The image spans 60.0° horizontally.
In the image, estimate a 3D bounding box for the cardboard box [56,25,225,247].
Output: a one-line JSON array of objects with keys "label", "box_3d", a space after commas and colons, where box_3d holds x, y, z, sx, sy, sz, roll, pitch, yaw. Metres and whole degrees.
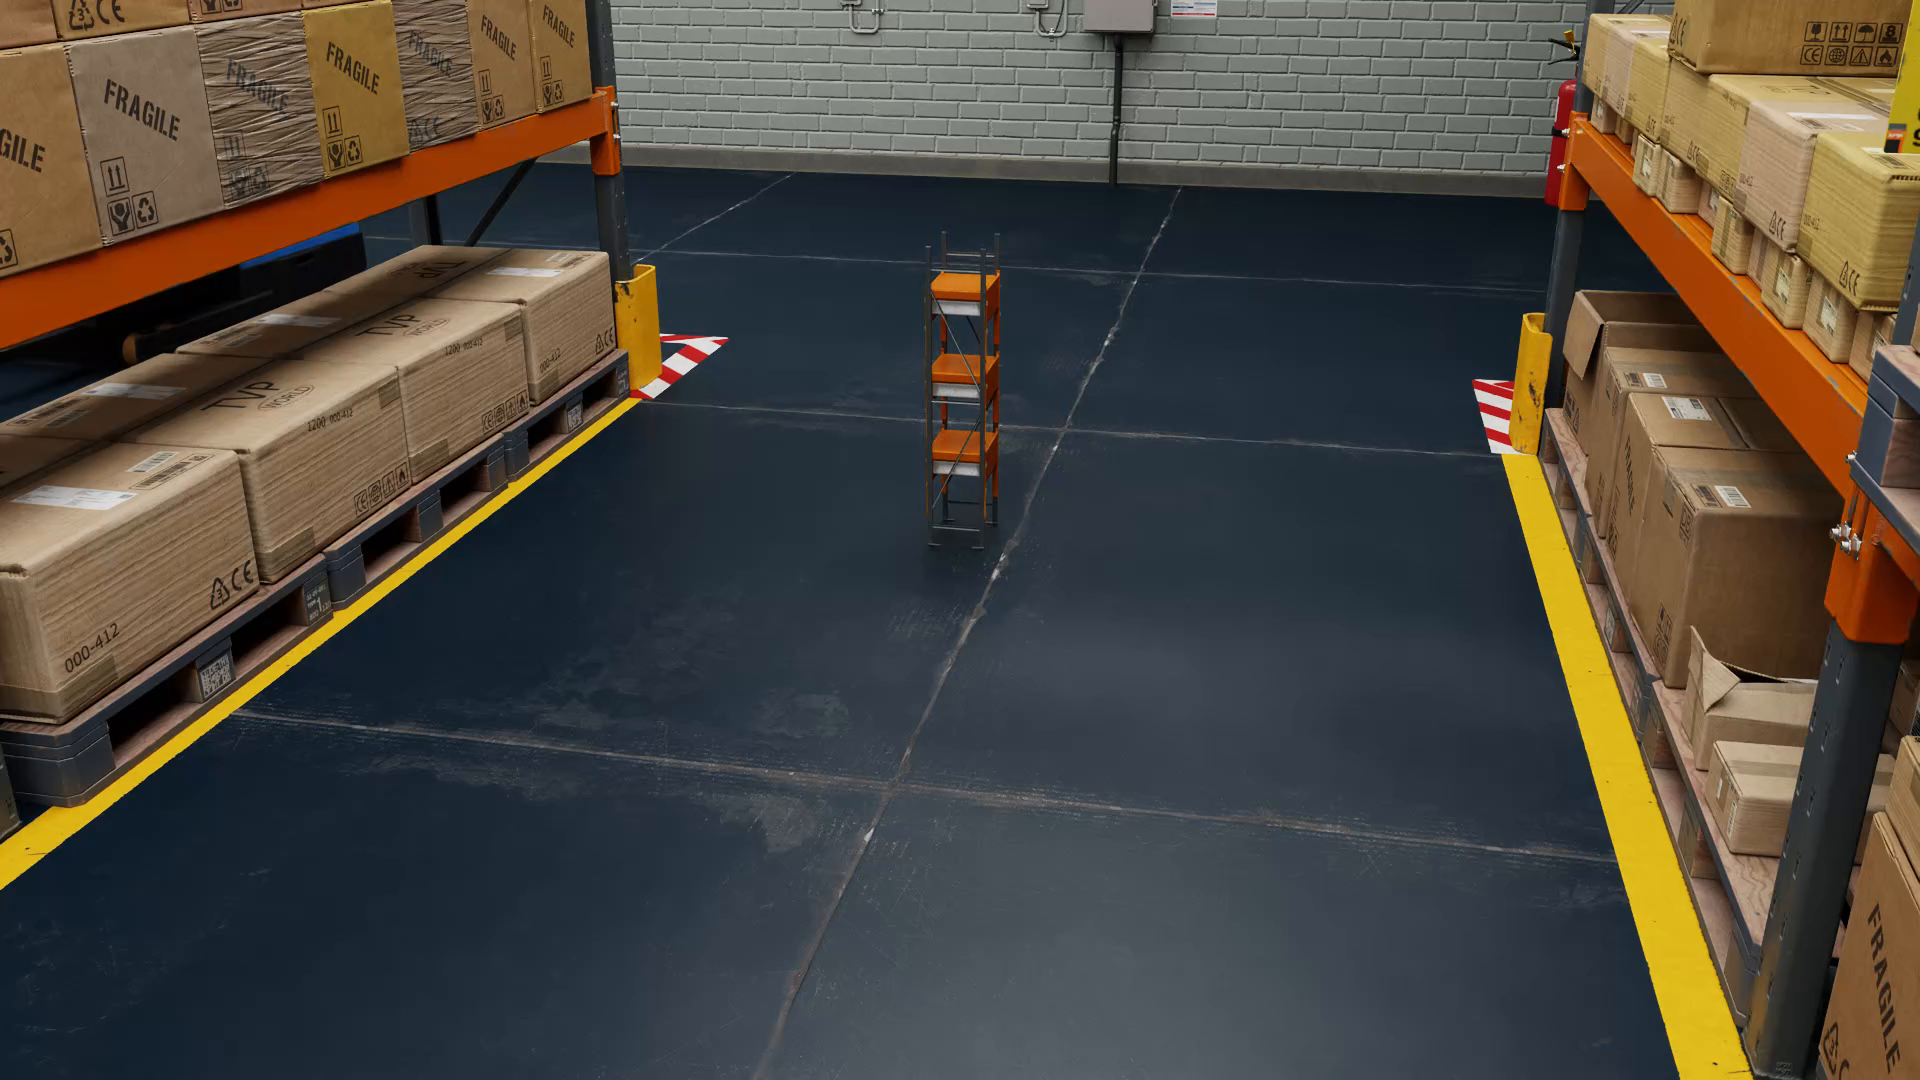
[{"label": "cardboard box", "box_3d": [-2.352, -1.082, 4.390, 0.500, 0.500, 0.500, 5, 22, 11]}]

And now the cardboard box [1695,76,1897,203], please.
[{"label": "cardboard box", "box_3d": [2.116, -0.962, 4.029, 0.500, 0.250, 0.500, 4, 22, 11]}]

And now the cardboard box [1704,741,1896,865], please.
[{"label": "cardboard box", "box_3d": [1.875, 0.579, 3.656, 0.380, 0.149, 0.250, 4, 22, 9]}]

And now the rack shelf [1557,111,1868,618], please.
[{"label": "rack shelf", "box_3d": [2.457, -0.721, 4.590, 1.077, 0.370, 4.000, 4, 22, 11]}]

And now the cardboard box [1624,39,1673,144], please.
[{"label": "cardboard box", "box_3d": [2.306, -1.339, 4.965, 0.500, 0.250, 0.500, 4, 22, 10]}]

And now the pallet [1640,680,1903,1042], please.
[{"label": "pallet", "box_3d": [2.190, 0.720, 3.784, 1.003, 0.211, 1.213, 4, 22, 11]}]

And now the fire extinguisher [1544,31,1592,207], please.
[{"label": "fire extinguisher", "box_3d": [2.443, -1.666, 6.577, 0.296, 0.674, 0.183, 4, 22, 11]}]

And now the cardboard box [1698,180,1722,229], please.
[{"label": "cardboard box", "box_3d": [2.199, -0.905, 4.422, 0.380, 0.149, 0.250, 4, 22, 11]}]

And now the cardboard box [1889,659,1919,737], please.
[{"label": "cardboard box", "box_3d": [2.504, 0.423, 4.043, 0.380, 0.149, 0.250, 4, 22, 10]}]

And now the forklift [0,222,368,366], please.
[{"label": "forklift", "box_3d": [-4.266, -2.336, 7.731, 1.130, 2.935, 3.031, 7, 23, 16]}]

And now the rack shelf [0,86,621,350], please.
[{"label": "rack shelf", "box_3d": [-2.403, -1.098, 5.527, 1.077, 0.370, 4.000, 4, 22, 11]}]

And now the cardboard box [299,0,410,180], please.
[{"label": "cardboard box", "box_3d": [-2.139, -1.451, 5.308, 0.500, 0.500, 0.500, 5, 22, 13]}]

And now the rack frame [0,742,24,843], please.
[{"label": "rack frame", "box_3d": [-2.811, -0.700, 3.576, 1.000, 3.000, 0.127, 4, 22, 11]}]

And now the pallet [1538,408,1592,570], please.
[{"label": "pallet", "box_3d": [2.688, -0.173, 6.000, 1.003, 0.211, 1.213, 4, 22, 11]}]

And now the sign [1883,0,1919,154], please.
[{"label": "sign", "box_3d": [1.516, -0.763, 2.574, 0.100, 0.325, 0.005, 4, 22, 11]}]

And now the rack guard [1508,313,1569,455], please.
[{"label": "rack guard", "box_3d": [2.850, -0.598, 6.670, 1.175, 0.500, 0.348, 4, 22, 11]}]

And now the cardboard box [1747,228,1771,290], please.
[{"label": "cardboard box", "box_3d": [2.008, -0.630, 3.738, 0.380, 0.149, 0.250, 5, 22, 12]}]

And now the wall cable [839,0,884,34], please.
[{"label": "wall cable", "box_3d": [-0.867, -4.712, 12.138, 0.585, 1.953, 0.123, 4, 22, 11]}]

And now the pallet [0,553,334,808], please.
[{"label": "pallet", "box_3d": [-2.579, 0.322, 4.773, 1.003, 0.211, 1.213, 4, 22, 11]}]

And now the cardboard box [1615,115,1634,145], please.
[{"label": "cardboard box", "box_3d": [2.523, -1.473, 5.833, 0.380, 0.149, 0.250, 5, 22, 12]}]

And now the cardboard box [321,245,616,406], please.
[{"label": "cardboard box", "box_3d": [-2.032, -0.920, 6.990, 0.875, 0.438, 0.875, 4, 22, 9]}]

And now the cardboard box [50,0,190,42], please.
[{"label": "cardboard box", "box_3d": [-2.368, -1.550, 4.215, 0.500, 0.500, 0.500, 4, 22, 10]}]

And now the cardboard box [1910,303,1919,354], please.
[{"label": "cardboard box", "box_3d": [1.731, -0.404, 2.146, 0.700, 0.500, 0.500, 5, 22, 12]}]

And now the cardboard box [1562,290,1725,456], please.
[{"label": "cardboard box", "box_3d": [2.648, -0.606, 6.123, 0.797, 0.503, 0.637, 4, 22, 9]}]

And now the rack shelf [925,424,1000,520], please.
[{"label": "rack shelf", "box_3d": [0.011, -0.239, 5.814, 0.215, 0.259, 0.240, 4, 22, 11]}]

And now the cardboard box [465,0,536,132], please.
[{"label": "cardboard box", "box_3d": [-1.951, -1.830, 6.249, 0.500, 0.500, 0.500, 4, 22, 10]}]

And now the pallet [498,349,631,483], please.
[{"label": "pallet", "box_3d": [-2.081, -0.571, 6.988, 1.003, 0.211, 1.213, 4, 22, 11]}]

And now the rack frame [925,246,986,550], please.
[{"label": "rack frame", "box_3d": [-0.014, -0.462, 5.595, 0.200, 1.050, 0.008, 4, 22, 11]}]

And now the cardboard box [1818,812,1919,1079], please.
[{"label": "cardboard box", "box_3d": [1.730, 0.802, 2.632, 0.500, 0.500, 0.500, 5, 23, 13]}]

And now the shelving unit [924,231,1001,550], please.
[{"label": "shelving unit", "box_3d": [0.011, -0.507, 5.706, 0.215, 1.050, 0.252, 4, 22, 11]}]

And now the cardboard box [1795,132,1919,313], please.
[{"label": "cardboard box", "box_3d": [1.914, -0.596, 3.121, 0.500, 0.250, 0.500, 5, 22, 12]}]

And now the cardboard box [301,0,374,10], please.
[{"label": "cardboard box", "box_3d": [-2.147, -1.921, 5.135, 0.500, 0.500, 0.500, 4, 22, 11]}]

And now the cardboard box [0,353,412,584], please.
[{"label": "cardboard box", "box_3d": [-2.396, -0.255, 5.339, 0.875, 0.438, 0.875, 4, 22, 9]}]

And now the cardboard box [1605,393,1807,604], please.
[{"label": "cardboard box", "box_3d": [2.229, -0.109, 4.893, 0.500, 0.500, 0.500, 5, 22, 12]}]

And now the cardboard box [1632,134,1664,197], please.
[{"label": "cardboard box", "box_3d": [2.218, -1.102, 4.912, 0.380, 0.149, 0.250, 4, 22, 9]}]

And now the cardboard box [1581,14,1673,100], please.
[{"label": "cardboard box", "box_3d": [2.509, -1.709, 5.884, 0.500, 0.250, 0.500, 5, 22, 11]}]

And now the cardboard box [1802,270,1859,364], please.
[{"label": "cardboard box", "box_3d": [1.899, -0.439, 3.265, 0.380, 0.149, 0.250, 5, 22, 12]}]

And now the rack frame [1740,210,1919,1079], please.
[{"label": "rack frame", "box_3d": [2.049, -0.323, 2.640, 1.000, 3.000, 0.127, 4, 22, 11]}]
